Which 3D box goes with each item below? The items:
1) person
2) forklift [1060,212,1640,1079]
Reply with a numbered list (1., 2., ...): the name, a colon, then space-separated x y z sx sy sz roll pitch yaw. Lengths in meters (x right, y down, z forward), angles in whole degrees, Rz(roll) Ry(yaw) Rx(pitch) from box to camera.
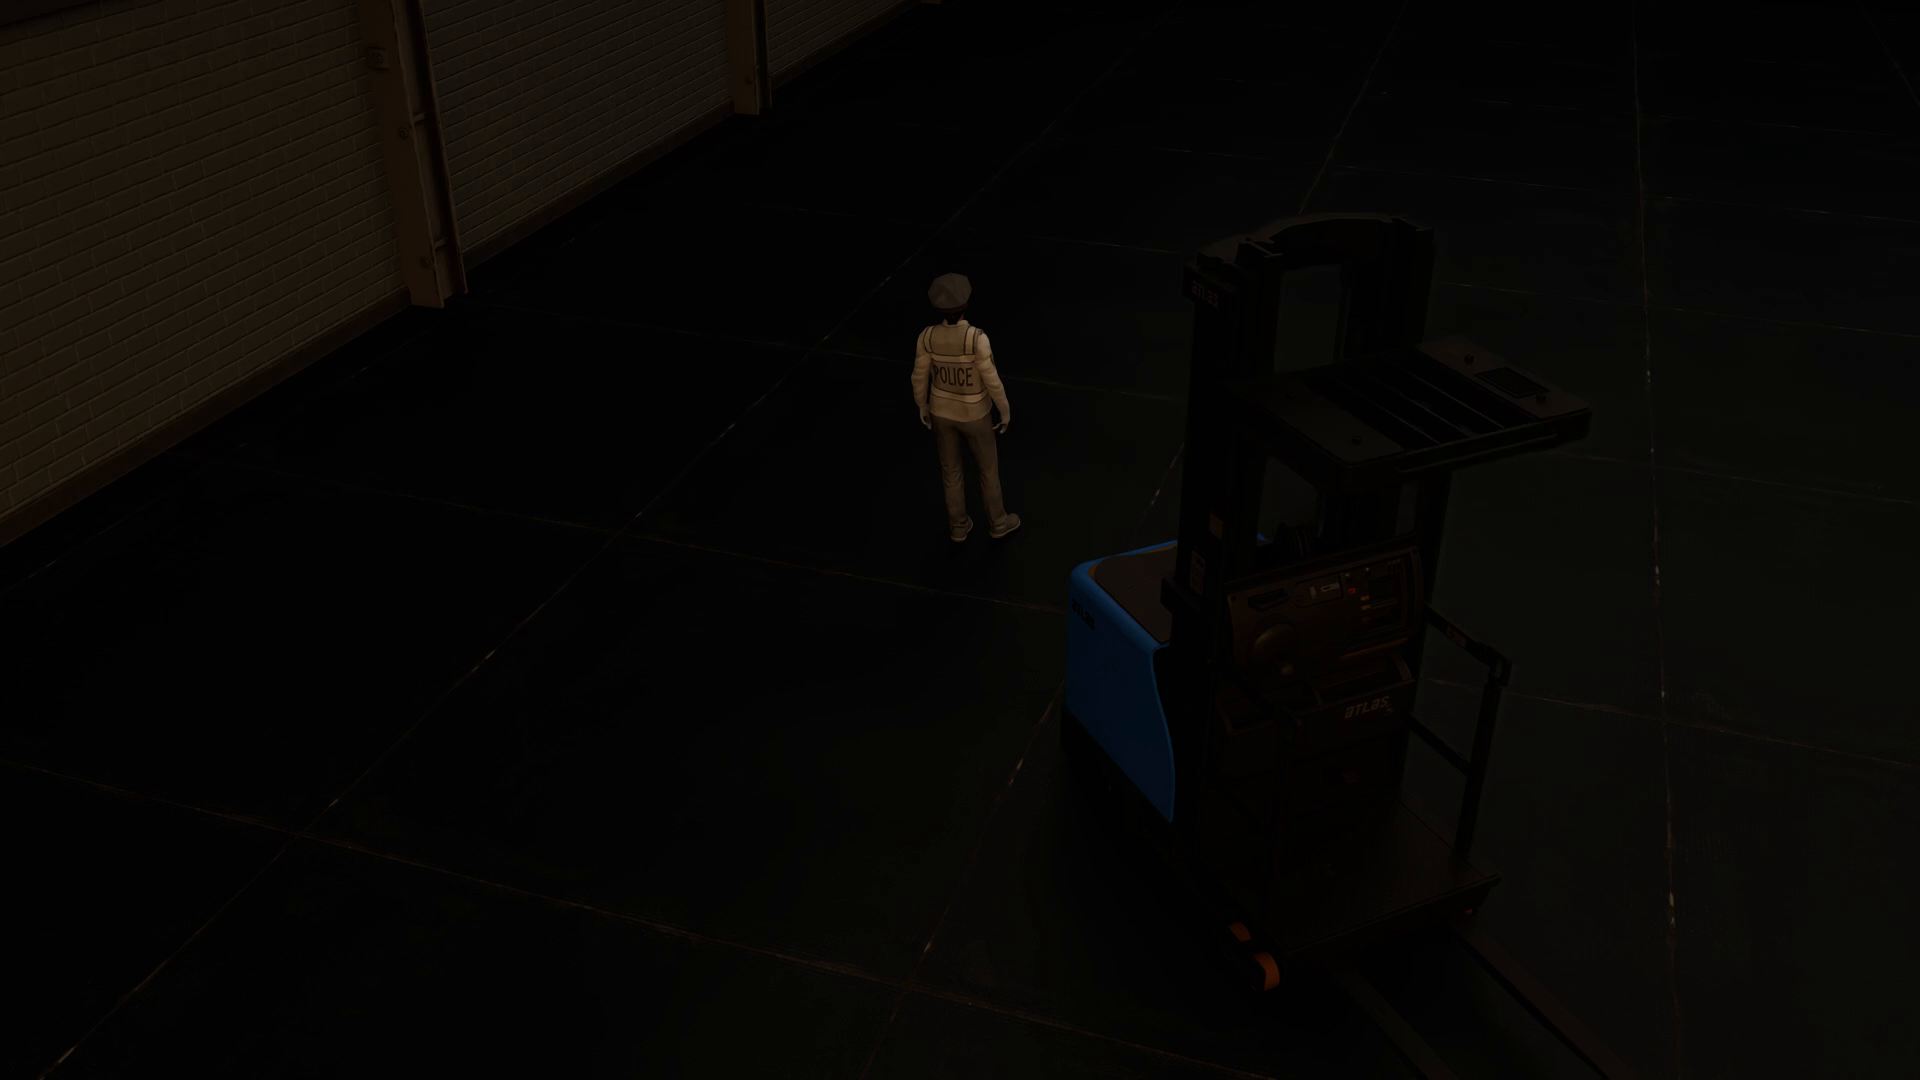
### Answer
1. person: 0.028 -0.773 9.726 0.588 1.696 0.533 10 31 16
2. forklift: 1.573 0.335 6.548 1.130 2.935 3.031 -13 32 -22
